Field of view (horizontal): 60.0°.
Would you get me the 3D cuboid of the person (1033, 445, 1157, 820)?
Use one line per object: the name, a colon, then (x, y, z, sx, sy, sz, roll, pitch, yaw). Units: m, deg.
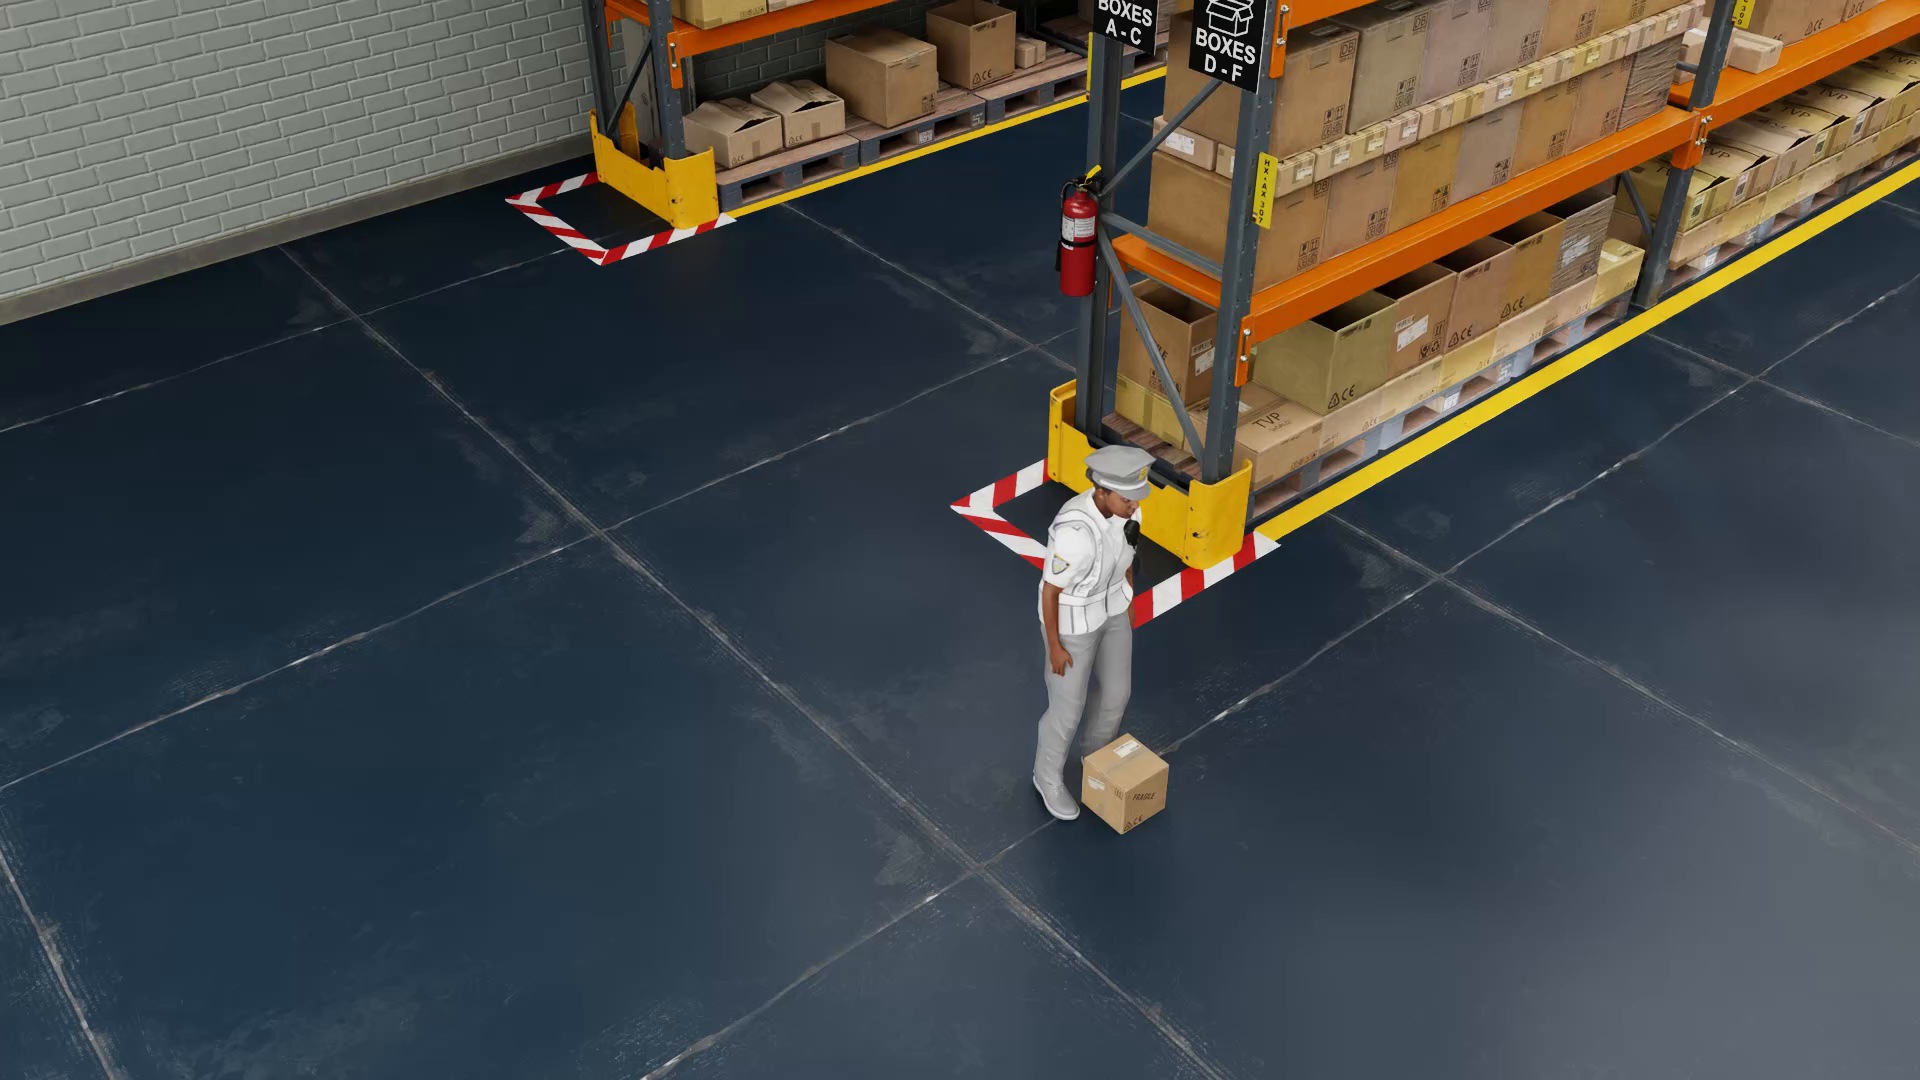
person: (0.528, 0.346, 6.605, 0.516, 1.655, 0.427, -29, 45, -33)
